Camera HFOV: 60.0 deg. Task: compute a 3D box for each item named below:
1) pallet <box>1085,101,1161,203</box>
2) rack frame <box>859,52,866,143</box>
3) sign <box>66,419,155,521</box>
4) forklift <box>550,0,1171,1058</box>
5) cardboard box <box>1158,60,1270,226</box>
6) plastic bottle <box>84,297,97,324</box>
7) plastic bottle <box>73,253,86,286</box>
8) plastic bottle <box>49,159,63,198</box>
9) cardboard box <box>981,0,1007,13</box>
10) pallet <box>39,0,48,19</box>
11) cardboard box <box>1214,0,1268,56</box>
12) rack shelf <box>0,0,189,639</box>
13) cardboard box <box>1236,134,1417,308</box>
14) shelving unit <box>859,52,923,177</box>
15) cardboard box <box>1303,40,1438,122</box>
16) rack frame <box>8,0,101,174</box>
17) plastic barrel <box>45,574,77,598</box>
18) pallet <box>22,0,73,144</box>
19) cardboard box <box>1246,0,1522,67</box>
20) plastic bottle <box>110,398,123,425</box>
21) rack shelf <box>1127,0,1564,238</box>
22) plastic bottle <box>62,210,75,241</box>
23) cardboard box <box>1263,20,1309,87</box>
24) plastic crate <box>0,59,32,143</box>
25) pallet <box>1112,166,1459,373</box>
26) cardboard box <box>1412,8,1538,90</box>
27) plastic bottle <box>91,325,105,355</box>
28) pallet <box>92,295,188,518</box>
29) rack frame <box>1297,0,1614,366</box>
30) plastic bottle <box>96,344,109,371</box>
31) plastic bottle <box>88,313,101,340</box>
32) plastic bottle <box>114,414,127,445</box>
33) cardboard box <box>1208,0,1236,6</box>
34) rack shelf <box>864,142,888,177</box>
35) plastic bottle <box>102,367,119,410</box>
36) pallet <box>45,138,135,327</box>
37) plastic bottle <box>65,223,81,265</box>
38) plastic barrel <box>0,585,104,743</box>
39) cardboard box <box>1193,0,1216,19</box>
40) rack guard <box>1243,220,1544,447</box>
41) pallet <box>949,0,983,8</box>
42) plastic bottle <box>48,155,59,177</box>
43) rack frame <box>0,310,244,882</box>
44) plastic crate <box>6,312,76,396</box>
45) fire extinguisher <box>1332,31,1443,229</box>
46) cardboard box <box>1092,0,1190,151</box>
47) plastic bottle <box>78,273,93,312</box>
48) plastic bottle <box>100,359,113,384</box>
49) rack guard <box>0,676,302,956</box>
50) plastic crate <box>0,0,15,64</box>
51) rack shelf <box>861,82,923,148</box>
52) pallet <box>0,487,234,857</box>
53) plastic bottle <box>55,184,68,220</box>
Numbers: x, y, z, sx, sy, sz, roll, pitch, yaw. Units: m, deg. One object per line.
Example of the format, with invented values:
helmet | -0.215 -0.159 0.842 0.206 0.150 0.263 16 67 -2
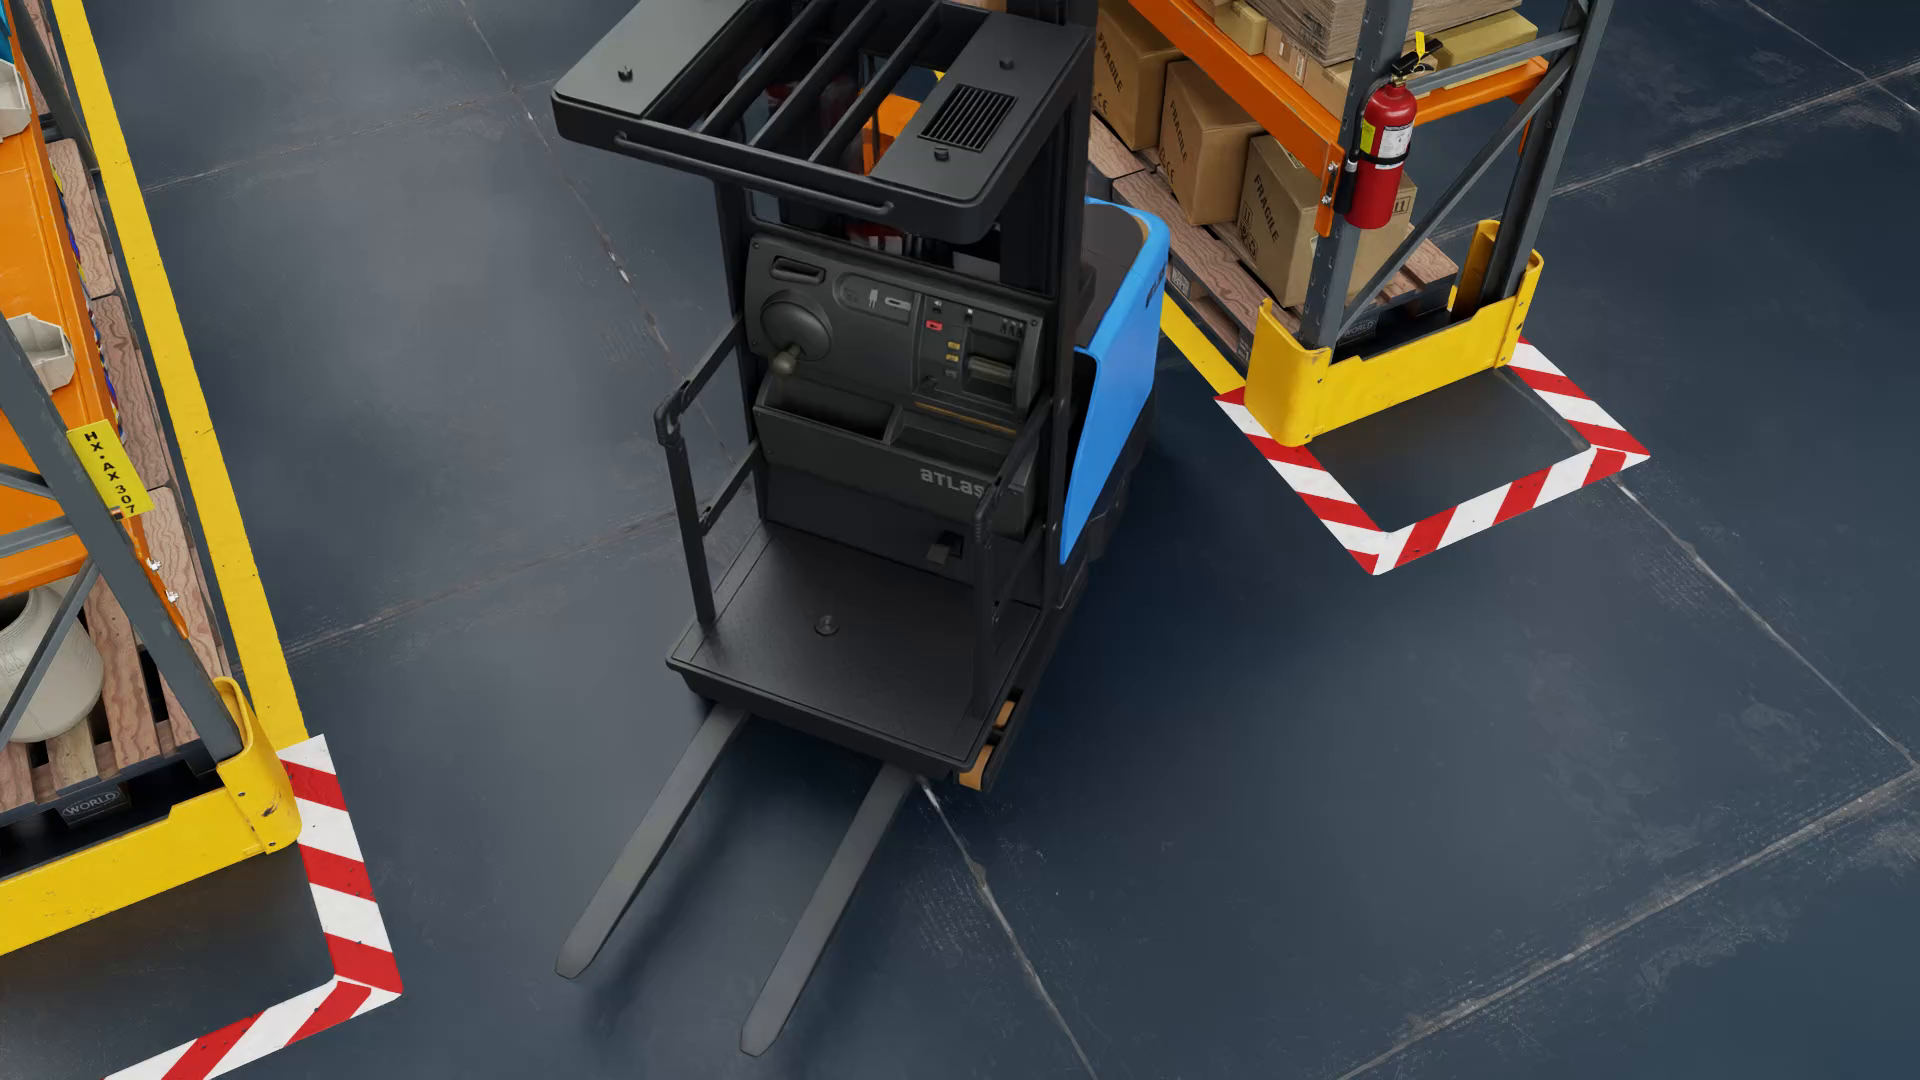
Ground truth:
pallet | 0.828 -2.107 7.953 1.003 0.211 1.213 -21 52 -18
rack frame | -0.422 -1.364 6.646 0.015 1.200 0.240 21 52 17
sign | -2.156 -0.175 4.226 0.100 0.325 0.005 -21 52 -18
forklift | -0.287 -0.508 4.747 1.130 2.935 3.031 18 51 15
cardboard box | 1.182 -1.730 7.152 0.500 0.500 0.500 -9 49 -8
plastic bottle | -3.541 -0.941 6.647 0.097 0.201 0.097 0 49 0
plastic bottle | -3.691 -1.170 6.748 0.144 0.351 0.185 -21 52 -18
plastic bottle | -3.964 -1.616 7.183 0.061 0.283 0.133 -19 51 -16
cardboard box | 0.343 -2.933 8.204 0.500 0.500 0.500 -7 49 -6
pallet | -5.433 -2.986 8.721 1.003 0.211 1.213 -21 52 -18
cardboard box | 1.169 -1.957 6.136 0.380 0.149 0.250 -21 52 -18
rack shelf | -3.562 -0.999 5.609 1.077 0.370 4.000 -21 52 -18
cardboard box | 1.486 -1.342 6.813 0.500 0.500 0.500 -13 50 -11
shelving unit | -0.204 -1.282 6.574 0.503 1.200 0.258 21 52 17
cardboard box | 1.443 -1.640 5.858 0.380 0.149 0.250 -21 52 -18
rack frame | -4.477 -2.574 6.509 1.000 3.000 0.127 -21 52 -18
plastic barrel | -3.245 0.034 5.601 0.421 0.512 0.421 0 49 0
pallet | -4.871 -2.168 8.006 1.003 0.211 1.213 -21 52 -18
cardboard box | 1.530 -2.111 5.840 0.875 0.500 0.500 -21 52 -18
plastic bottle | -3.247 -0.511 6.271 0.097 0.201 0.097 0 49 0
rack shelf | 0.842 -2.705 7.101 1.077 0.370 4.000 -21 52 -18
plastic bottle | -3.839 -1.387 6.937 0.144 0.351 0.185 -24 53 -19
cardboard box | 1.329 -1.807 6.005 0.380 0.149 0.250 -21 52 -18
plastic crate | -3.509 -1.488 5.734 0.530 0.136 0.437 -21 52 -18
pallet | 1.382 -1.292 7.239 1.003 0.211 1.213 -21 52 -18
cardboard box | 1.839 -1.793 5.992 0.380 0.149 0.250 -21 52 -18
plastic bottle | -3.447 -0.804 6.527 0.097 0.201 0.097 0 49 0
pallet | -3.645 -0.375 6.437 1.003 0.211 1.213 -21 52 -18
rack frame | 1.757 -1.603 5.659 1.000 3.000 0.127 -21 52 -18
plastic bottle | -3.402 -0.761 6.443 0.097 0.271 0.097 0 49 0
plastic bottle | -3.495 -0.896 6.561 0.097 0.271 0.097 0 49 0
plastic bottle | -3.199 -0.464 6.184 0.097 0.271 0.097 0 49 0
cardboard box | 1.194 -2.405 6.096 0.875 0.500 0.500 -21 52 -18
rack shelf | -0.204 -1.385 6.456 0.480 0.148 0.258 21 52 17
plastic bottle | -3.287 -0.626 6.317 0.061 0.283 0.133 -20 52 -17
pallet | -4.207 -1.192 7.152 1.003 0.211 1.213 -21 52 -18
plastic bottle | -3.727 -1.270 6.880 0.061 0.283 0.133 -18 51 -15
plastic barrel | -3.016 0.370 5.308 0.421 0.512 0.421 0 49 0
cardboard box | 1.068 -2.130 6.287 0.380 0.149 0.250 -21 52 -18
rack guard | 1.722 -0.831 6.644 1.175 0.500 0.348 -21 52 -18
pallet | 0.265 -2.925 8.668 1.003 0.211 1.213 -21 52 -18
plastic bottle | -4.034 -1.662 7.278 0.097 0.201 0.097 0 49 0
rack frame | -2.647 0.103 4.167 1.000 3.000 0.127 -21 52 -18
plastic crate | -2.770 -0.520 4.887 0.298 0.136 0.250 -21 52 -18
fire extinguisher | 1.400 -1.342 5.482 0.296 0.674 0.183 -21 52 -18
cardboard box | 0.913 -2.156 7.524 0.500 0.500 0.500 -17 51 -14
plastic bottle | -3.620 -1.036 6.680 0.152 0.276 0.135 -20 52 -17
plastic bottle | -3.356 -0.694 6.384 0.097 0.271 0.097 0 49 0
rack guard | -2.724 0.891 5.138 1.175 0.500 0.348 -21 52 -18
plastic crate | -3.729 -1.878 5.998 0.499 0.251 0.616 -21 52 -18
rack shelf | -0.204 -1.541 6.278 0.480 0.148 0.258 21 52 17
pallet | -3.091 0.441 5.724 1.003 0.211 1.213 -21 52 -18
plastic bottle | -3.926 -1.515 7.050 0.144 0.351 0.185 -22 53 -18
